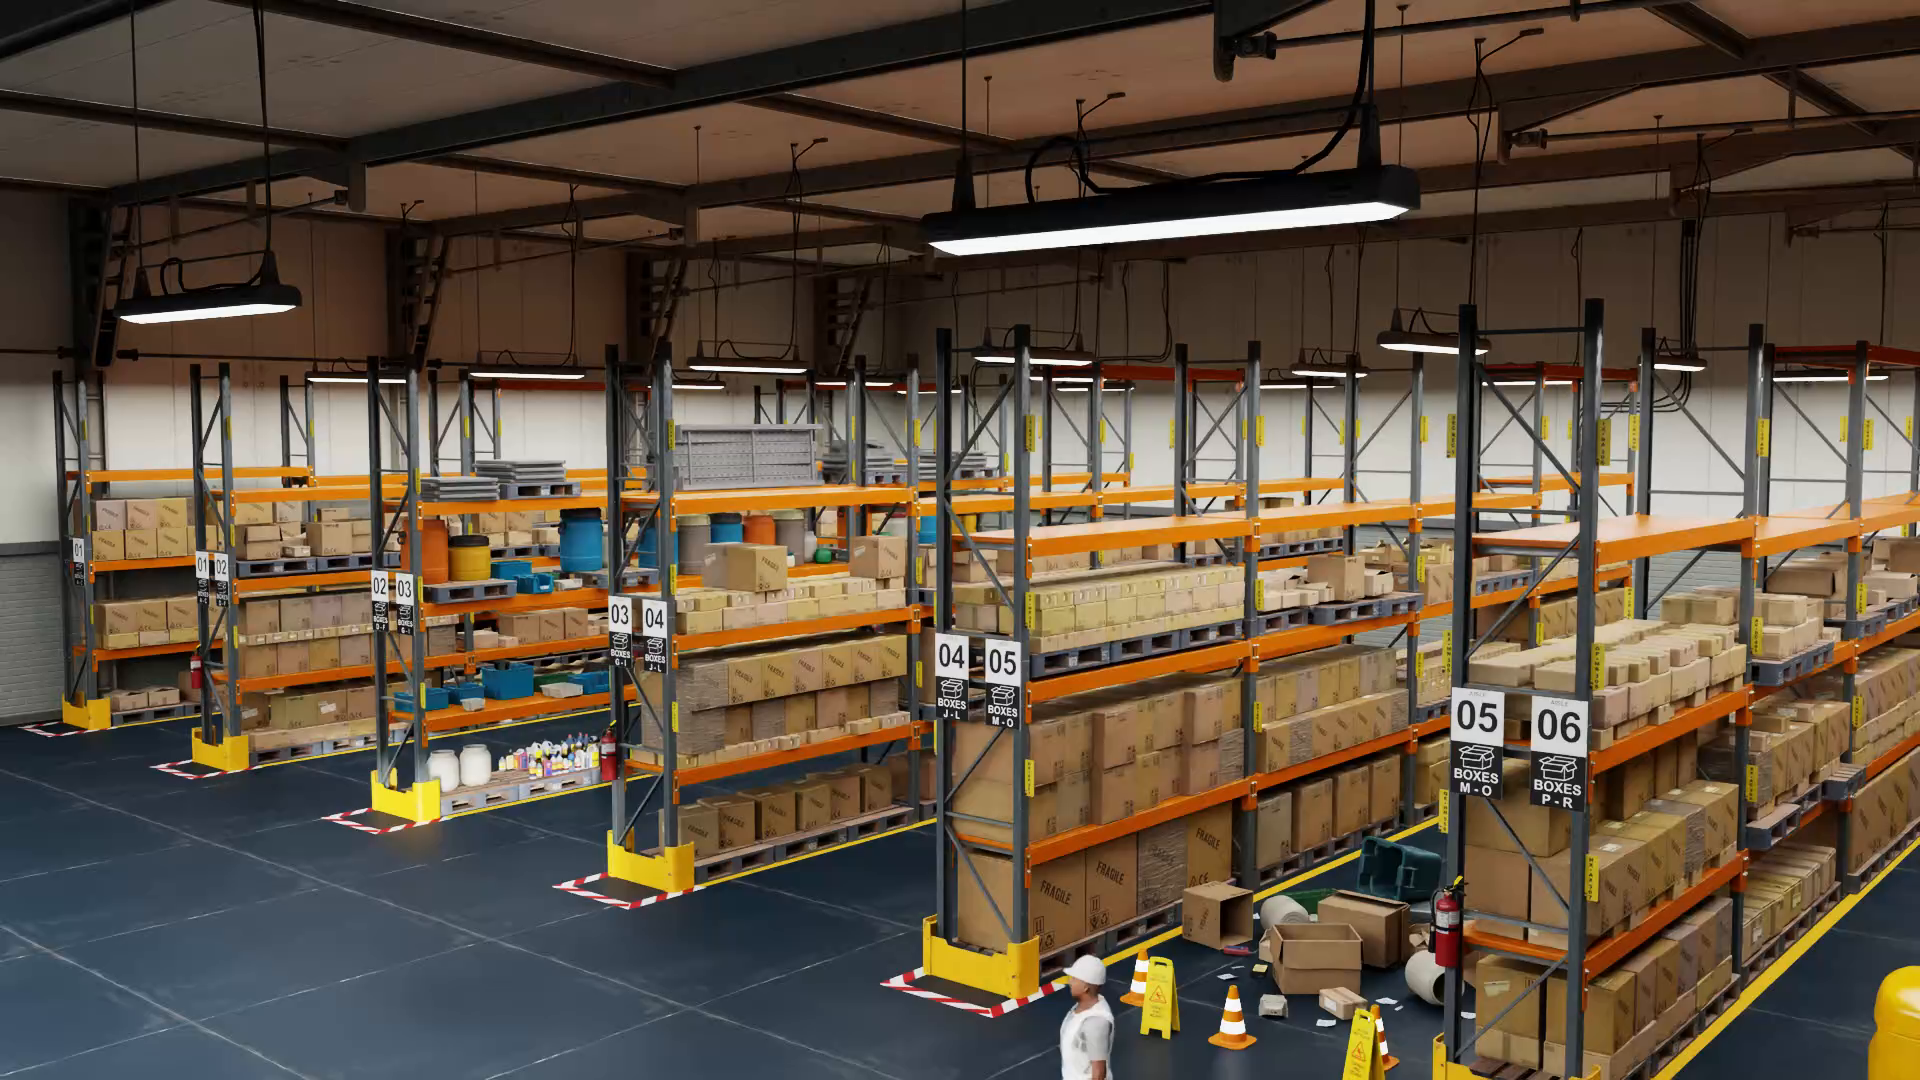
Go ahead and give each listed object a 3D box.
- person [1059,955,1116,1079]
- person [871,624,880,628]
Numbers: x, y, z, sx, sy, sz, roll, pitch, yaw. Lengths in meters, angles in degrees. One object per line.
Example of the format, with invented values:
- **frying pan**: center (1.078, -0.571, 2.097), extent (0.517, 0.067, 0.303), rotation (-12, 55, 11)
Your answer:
- **person**: center (0.715, 3.513, 10.497), extent (0.530, 1.801, 0.581), rotation (0, 4, -4)
- **person**: center (-1.536, 1.804, 33.377), extent (0.523, 1.666, 0.487), rotation (-4, 6, -44)
